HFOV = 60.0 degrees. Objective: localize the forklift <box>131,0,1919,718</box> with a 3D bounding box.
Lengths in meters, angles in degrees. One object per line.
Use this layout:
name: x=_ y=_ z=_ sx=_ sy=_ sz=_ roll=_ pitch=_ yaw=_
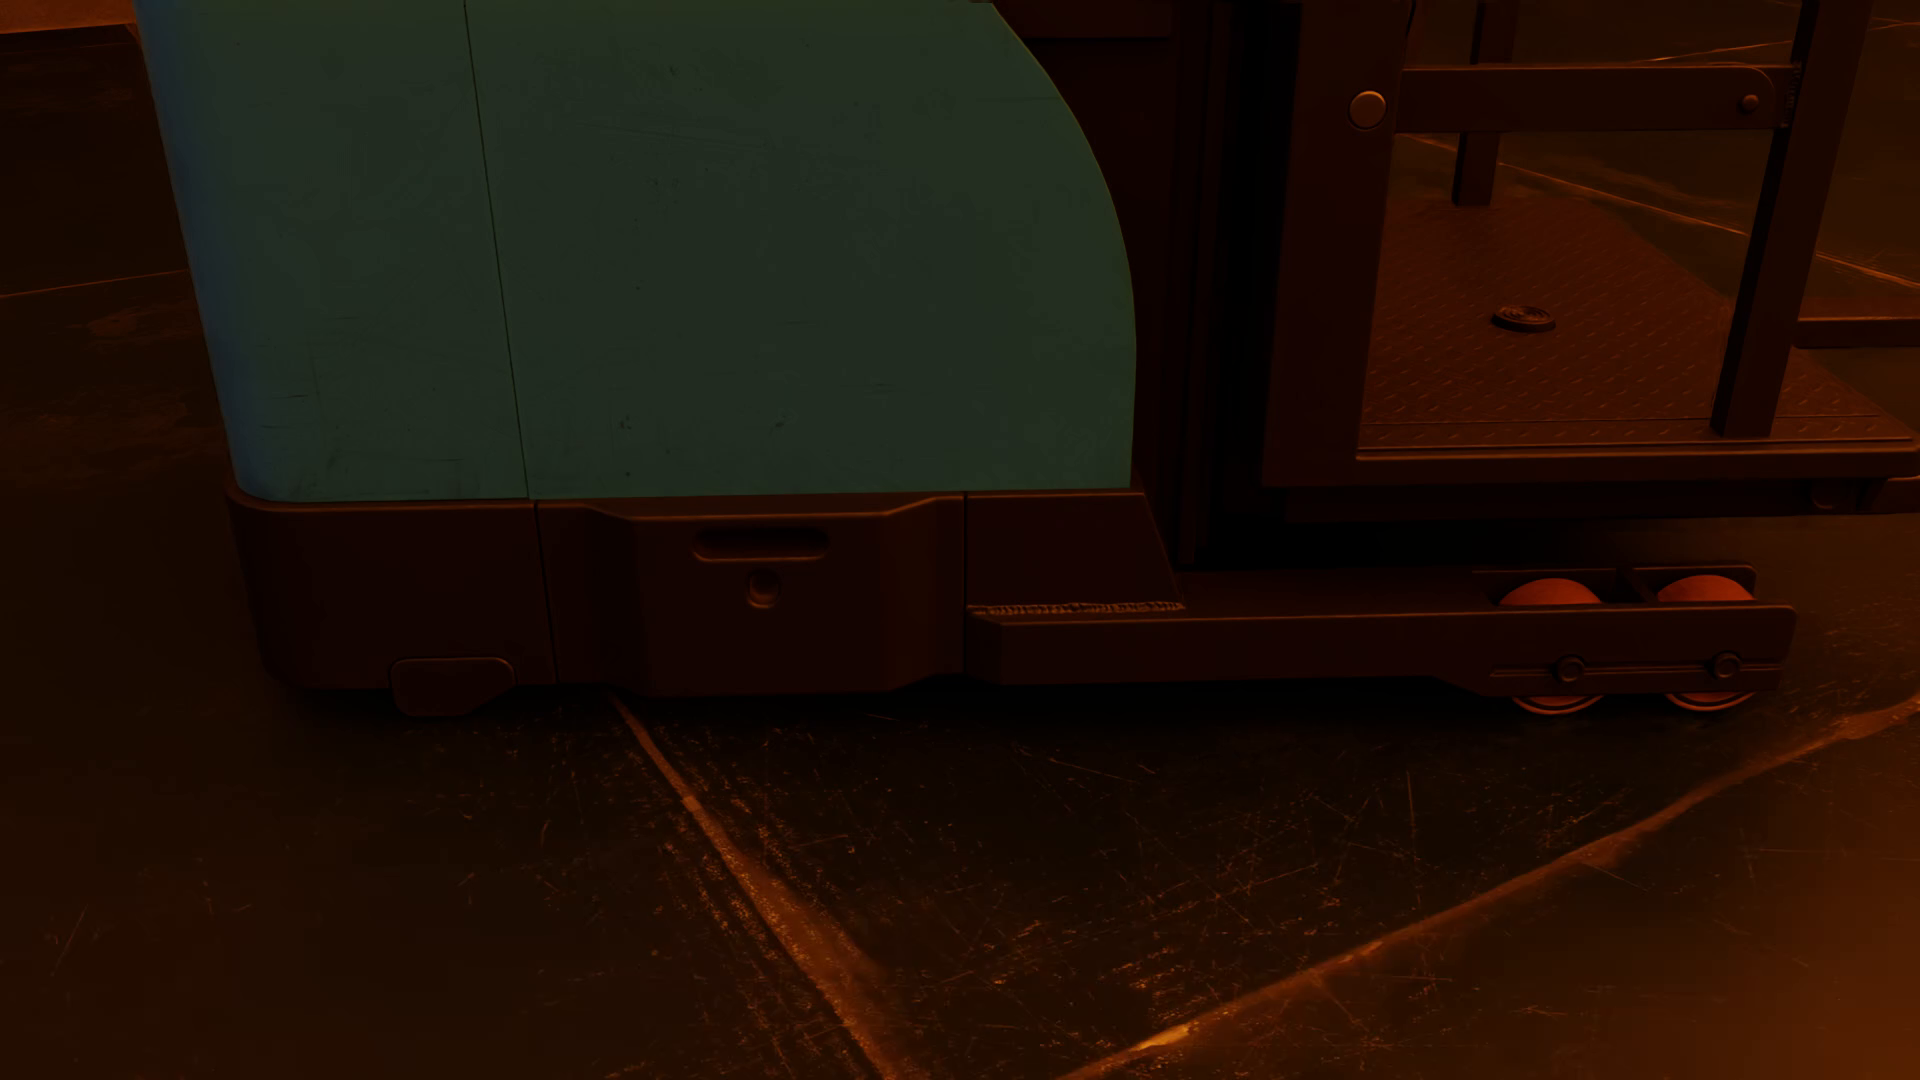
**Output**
forklift: x=0.627 y=-1.329 z=1.880 sx=3.031 sy=2.935 sz=1.130 roll=-1 pitch=27 yaw=-2
